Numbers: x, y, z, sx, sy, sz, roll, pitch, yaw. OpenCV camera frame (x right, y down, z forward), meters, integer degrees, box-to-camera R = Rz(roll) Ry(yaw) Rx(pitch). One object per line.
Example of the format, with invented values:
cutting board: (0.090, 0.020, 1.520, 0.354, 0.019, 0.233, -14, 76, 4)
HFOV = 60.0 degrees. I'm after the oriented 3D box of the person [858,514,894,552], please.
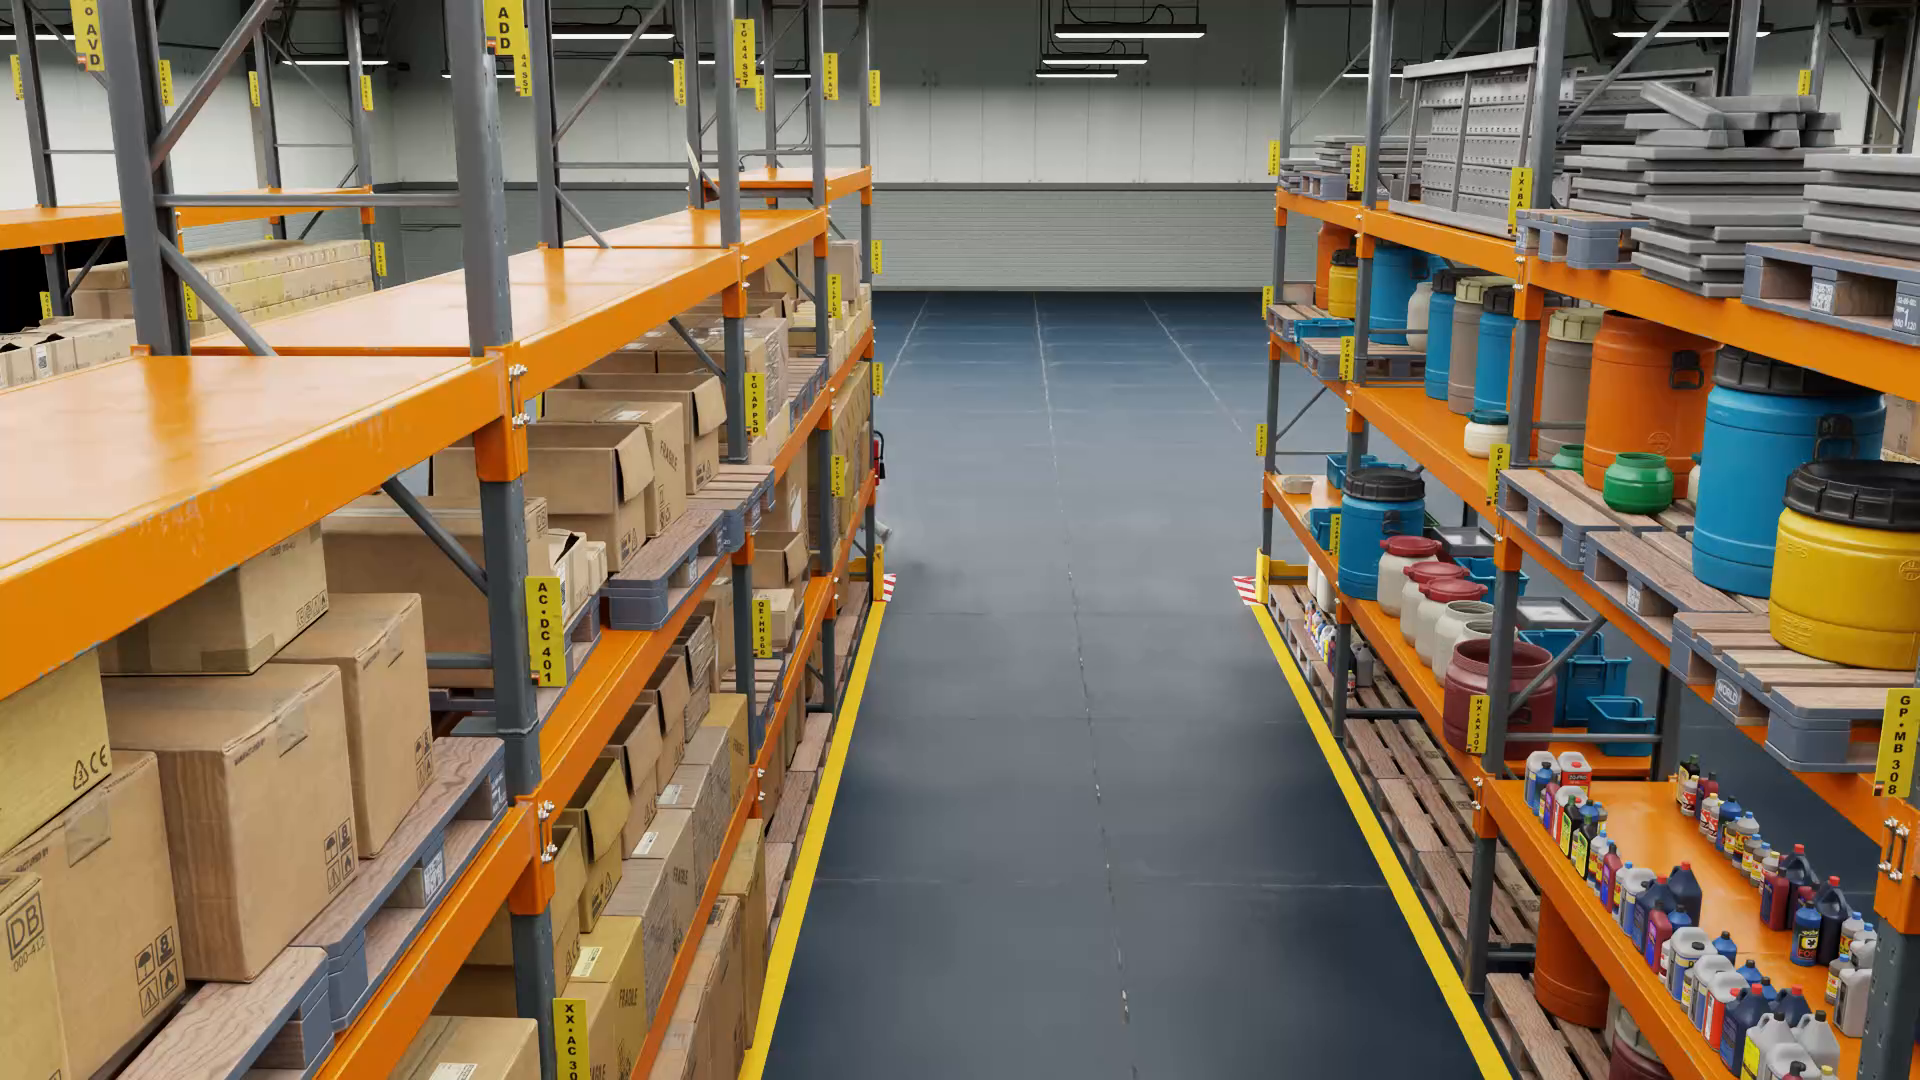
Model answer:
person: (-1.139, -0.574, 18.261, 0.761, 1.631, 0.503, 3, 14, 11)
